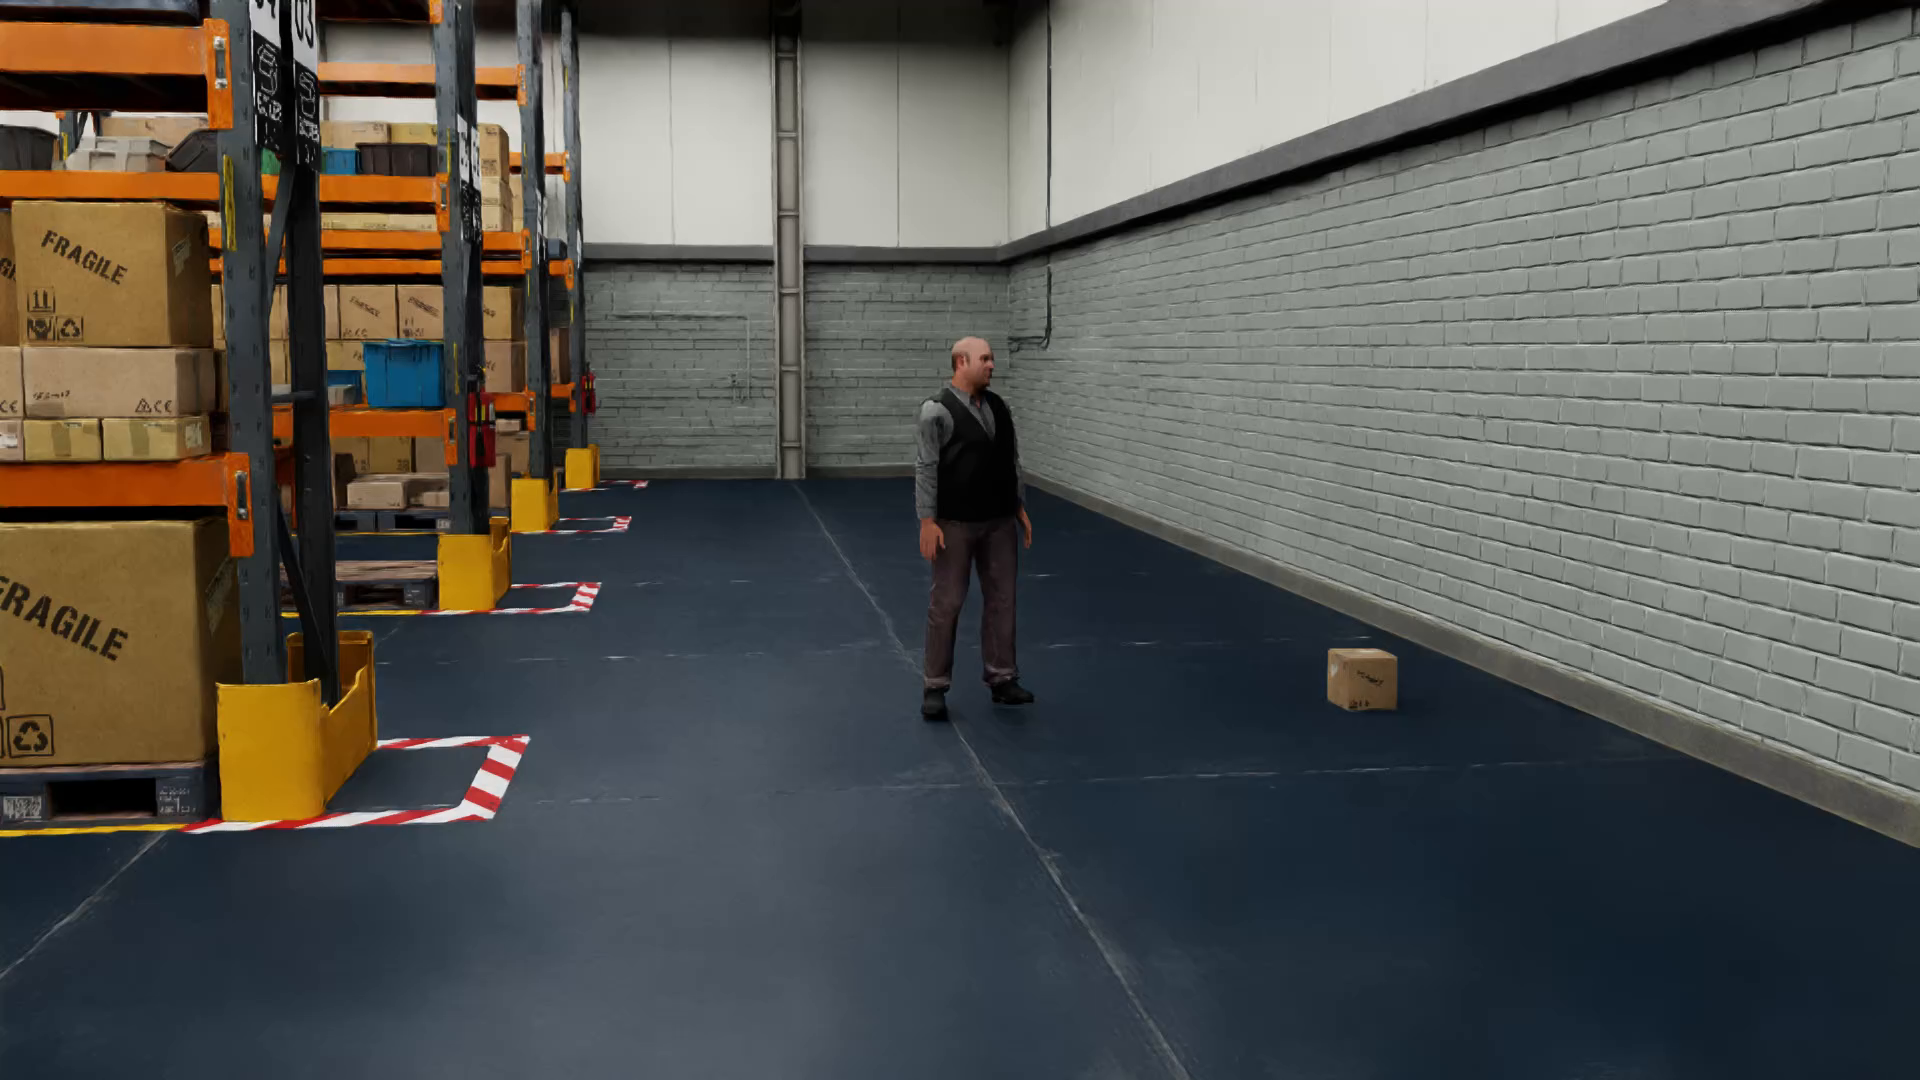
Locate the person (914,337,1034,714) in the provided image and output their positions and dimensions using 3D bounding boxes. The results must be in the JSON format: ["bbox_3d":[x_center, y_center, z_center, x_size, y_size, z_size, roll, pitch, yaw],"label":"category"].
[{"bbox_3d":[0.078,-0.070,7.694,0.591,1.731,0.470,-5,8,-36],"label":"person"}]
